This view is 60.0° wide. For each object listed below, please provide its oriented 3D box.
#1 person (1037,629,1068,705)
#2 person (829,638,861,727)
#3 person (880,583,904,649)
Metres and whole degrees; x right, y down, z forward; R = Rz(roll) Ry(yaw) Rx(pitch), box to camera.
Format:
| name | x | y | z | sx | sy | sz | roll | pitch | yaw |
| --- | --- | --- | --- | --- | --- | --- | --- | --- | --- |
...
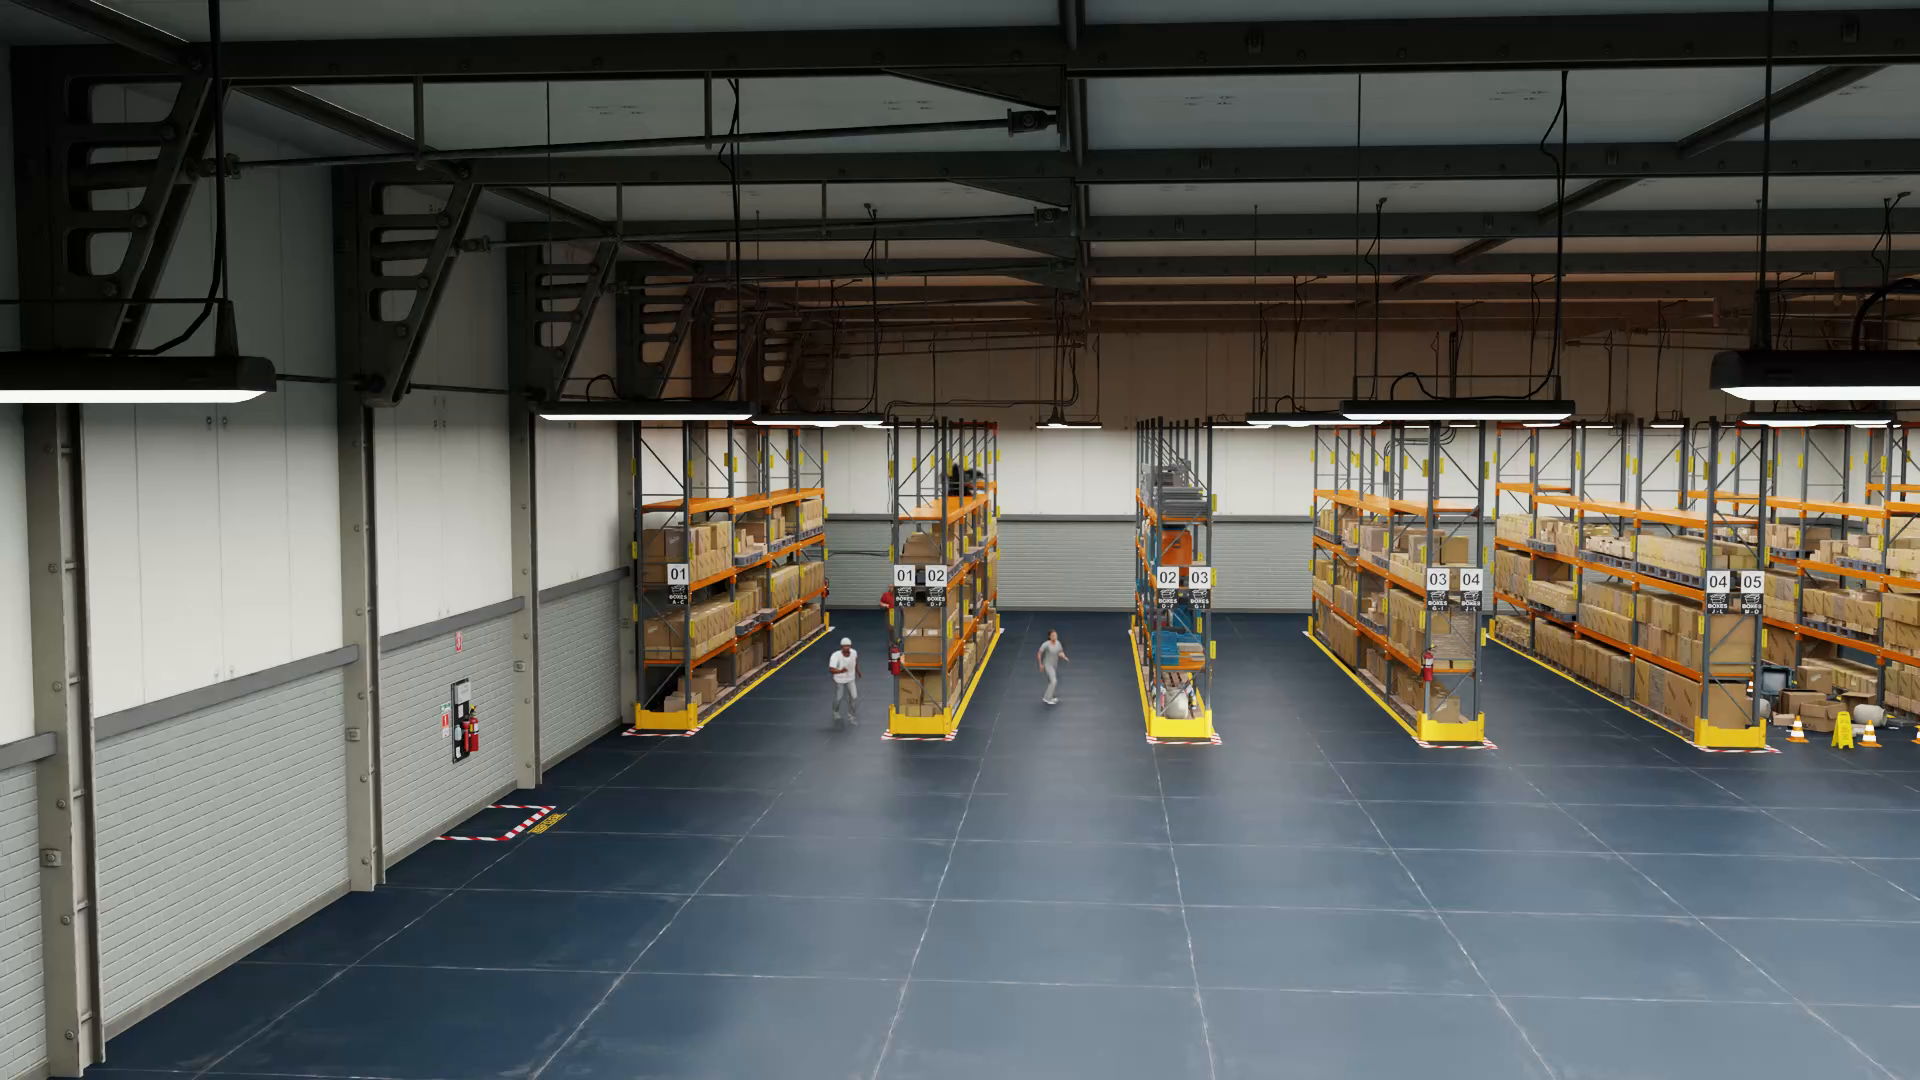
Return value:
| name | x | y | z | sx | sy | sz | roll | pitch | yaw |
| --- | --- | --- | --- | --- | --- | --- | --- | --- | --- |
| person | 1.946 | 2.671 | 34.955 | 0.790 | 1.631 | 0.595 | 4 | 5 | 44 |
| person | -2.238 | 2.748 | 32.395 | 0.720 | 1.734 | 0.991 | -1 | 4 | -21 |
| person | -1.786 | 2.018 | 43.769 | 0.622 | 1.790 | 0.854 | 1 | 4 | 8 |
